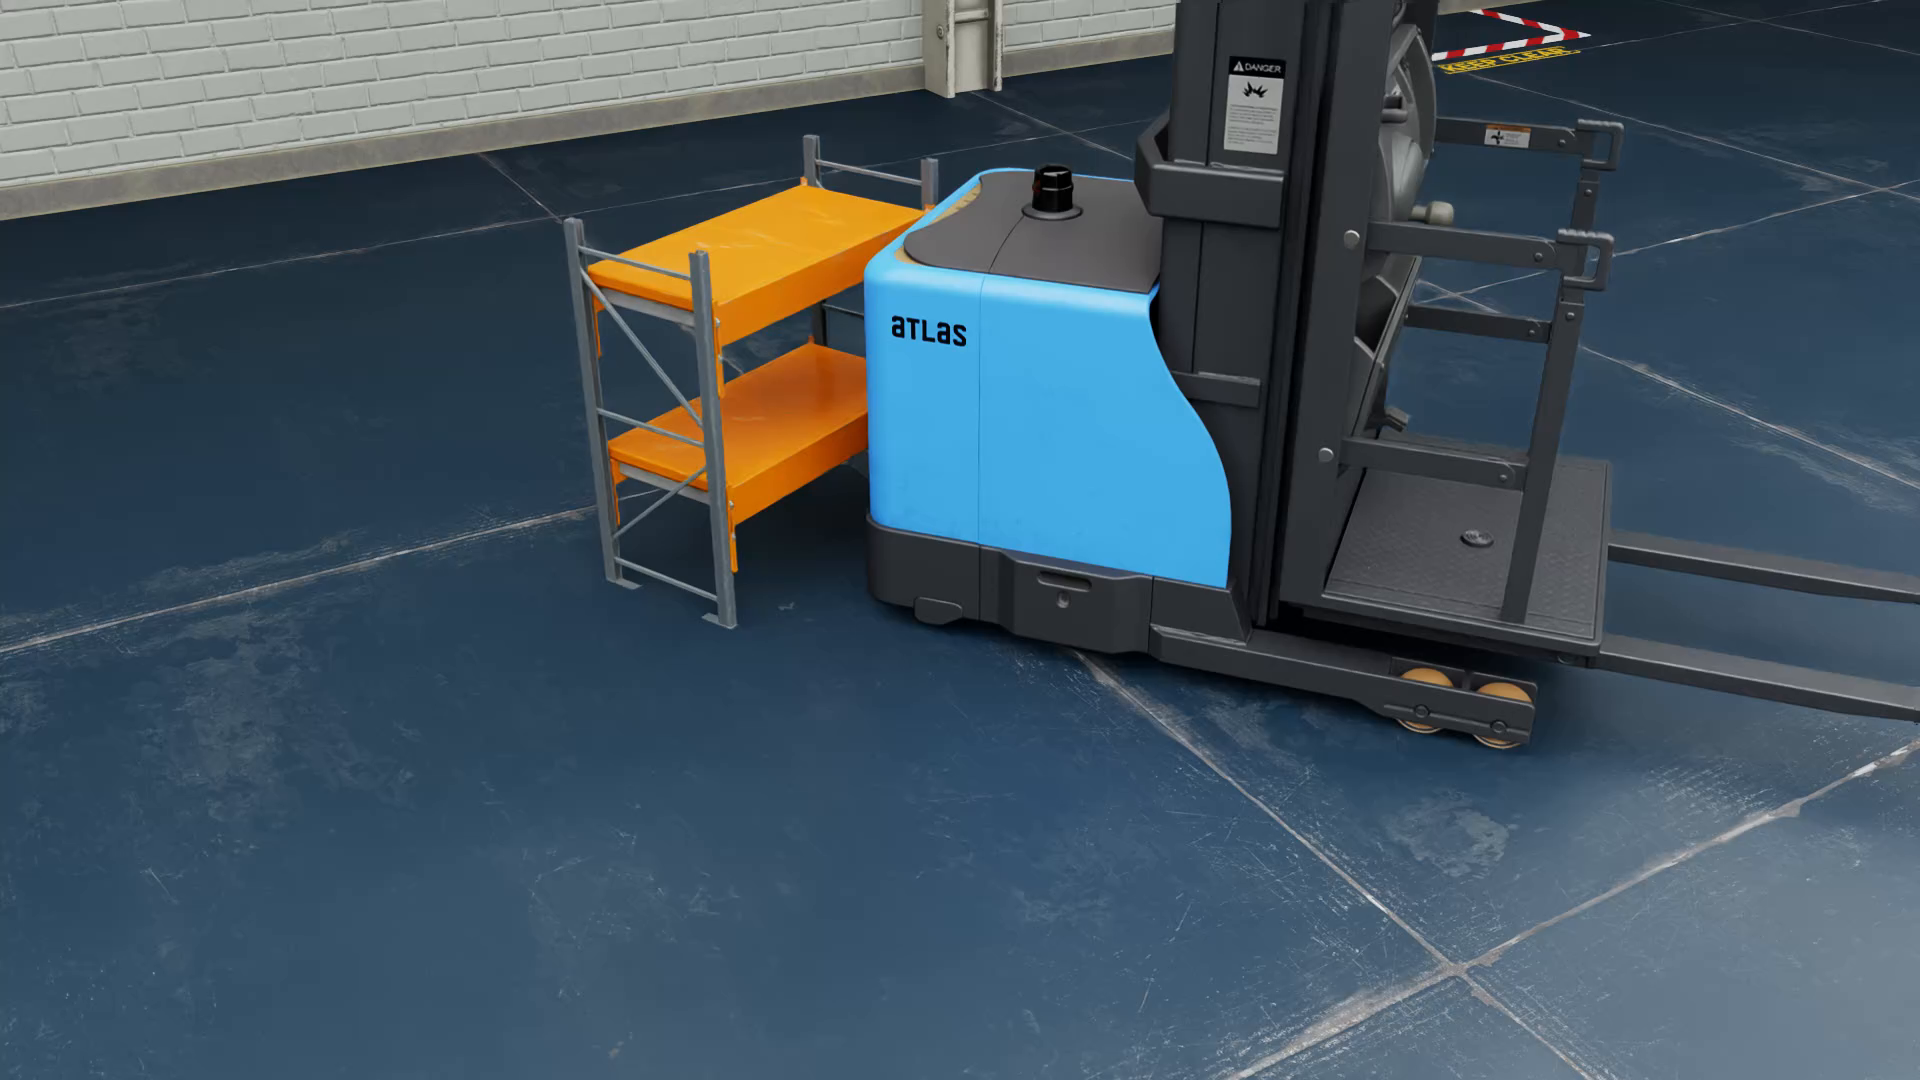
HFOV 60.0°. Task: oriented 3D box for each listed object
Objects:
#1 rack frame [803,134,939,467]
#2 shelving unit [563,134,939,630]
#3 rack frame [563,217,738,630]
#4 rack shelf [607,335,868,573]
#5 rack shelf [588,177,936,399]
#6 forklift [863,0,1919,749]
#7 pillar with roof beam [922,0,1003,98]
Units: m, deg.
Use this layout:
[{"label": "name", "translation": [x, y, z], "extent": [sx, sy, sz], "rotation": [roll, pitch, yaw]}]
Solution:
[{"label": "rack frame", "translation": [-0.279, -0.712, 5.375], "extent": [0.500, 1.125, 0.032], "rotation": [18, 34, 30]}, {"label": "shelving unit", "translation": [-0.568, -0.510, 5.009], "extent": [0.538, 1.125, 1.048], "rotation": [18, 34, 30]}, {"label": "rack frame", "translation": [-0.857, -0.307, 4.643], "extent": [0.500, 1.125, 0.032], "rotation": [18, 34, 30]}, {"label": "rack shelf", "translation": [-0.568, -0.295, 5.127], "extent": [0.538, 0.278, 1.000], "rotation": [18, 34, 30]}, {"label": "rack shelf", "translation": [-0.568, -0.766, 4.868], "extent": [0.538, 0.278, 1.000], "rotation": [18, 34, 30]}, {"label": "forklift", "translation": [1.302, -1.038, 4.097], "extent": [3.031, 2.935, 1.130], "rotation": [10, 30, 18]}, {"label": "pillar with roof beam", "translation": [2.196, -4.950, 4.905], "extent": [0.400, 9.000, 9.100], "rotation": [-16, 33, -26]}]
